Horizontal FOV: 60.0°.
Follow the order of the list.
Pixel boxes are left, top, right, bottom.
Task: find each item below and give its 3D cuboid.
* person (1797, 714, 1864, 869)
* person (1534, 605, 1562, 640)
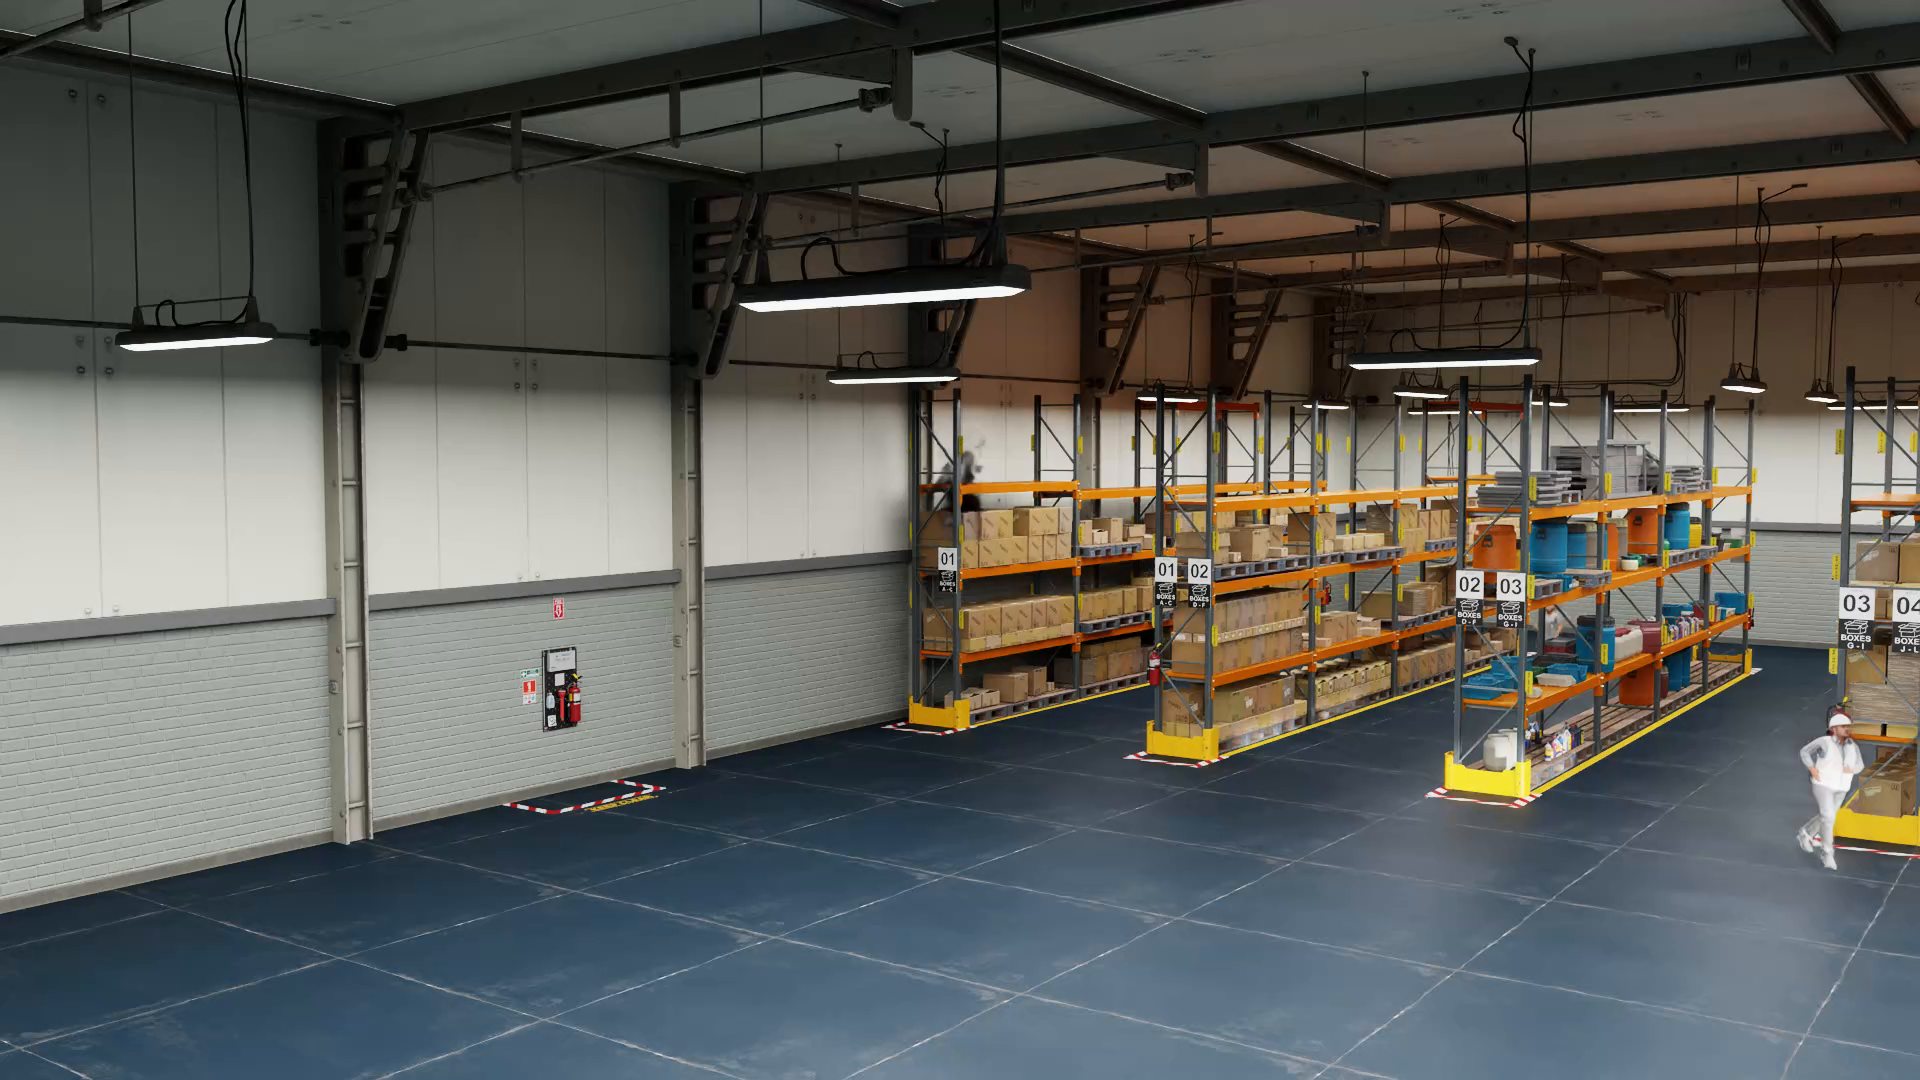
[{"bbox_3d":[10.526,2.990,20.066,0.661,1.804,0.869,0,3,-6],"label":"person"},{"bbox_3d":[12.746,2.137,36.065,0.560,1.642,0.599,2,4,27],"label":"person"}]
